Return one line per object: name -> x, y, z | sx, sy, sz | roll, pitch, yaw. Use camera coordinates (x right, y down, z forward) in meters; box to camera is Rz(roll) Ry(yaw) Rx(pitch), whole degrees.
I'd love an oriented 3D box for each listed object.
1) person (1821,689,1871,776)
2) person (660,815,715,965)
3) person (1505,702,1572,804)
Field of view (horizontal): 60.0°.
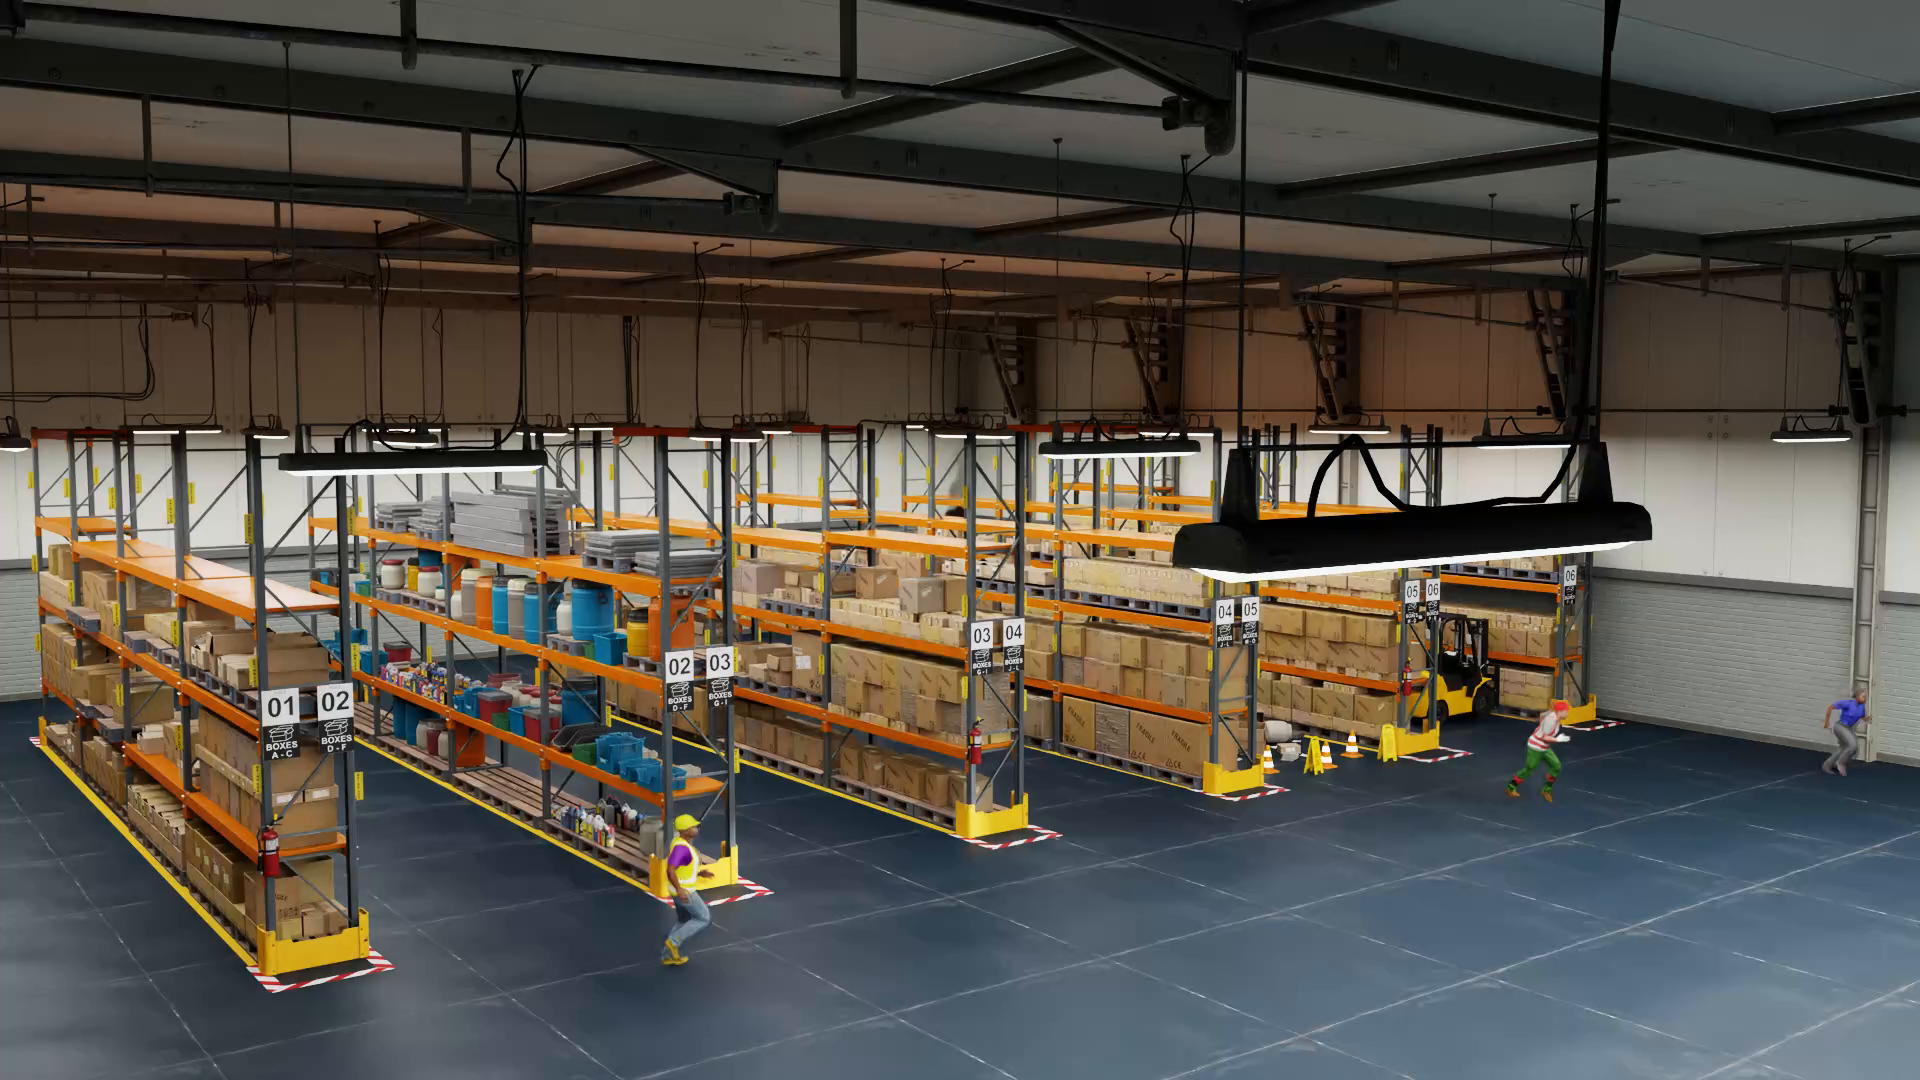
person -> 15.367, 3.324, 28.815 | 0.640, 1.547, 0.791 | -3, 5, -32
person -> -3.094, 3.977, 18.934 | 0.650, 1.713, 0.691 | -1, 5, -16
person -> 9.326, 3.418, 26.813 | 1.009, 1.709, 0.707 | 3, 5, 31
